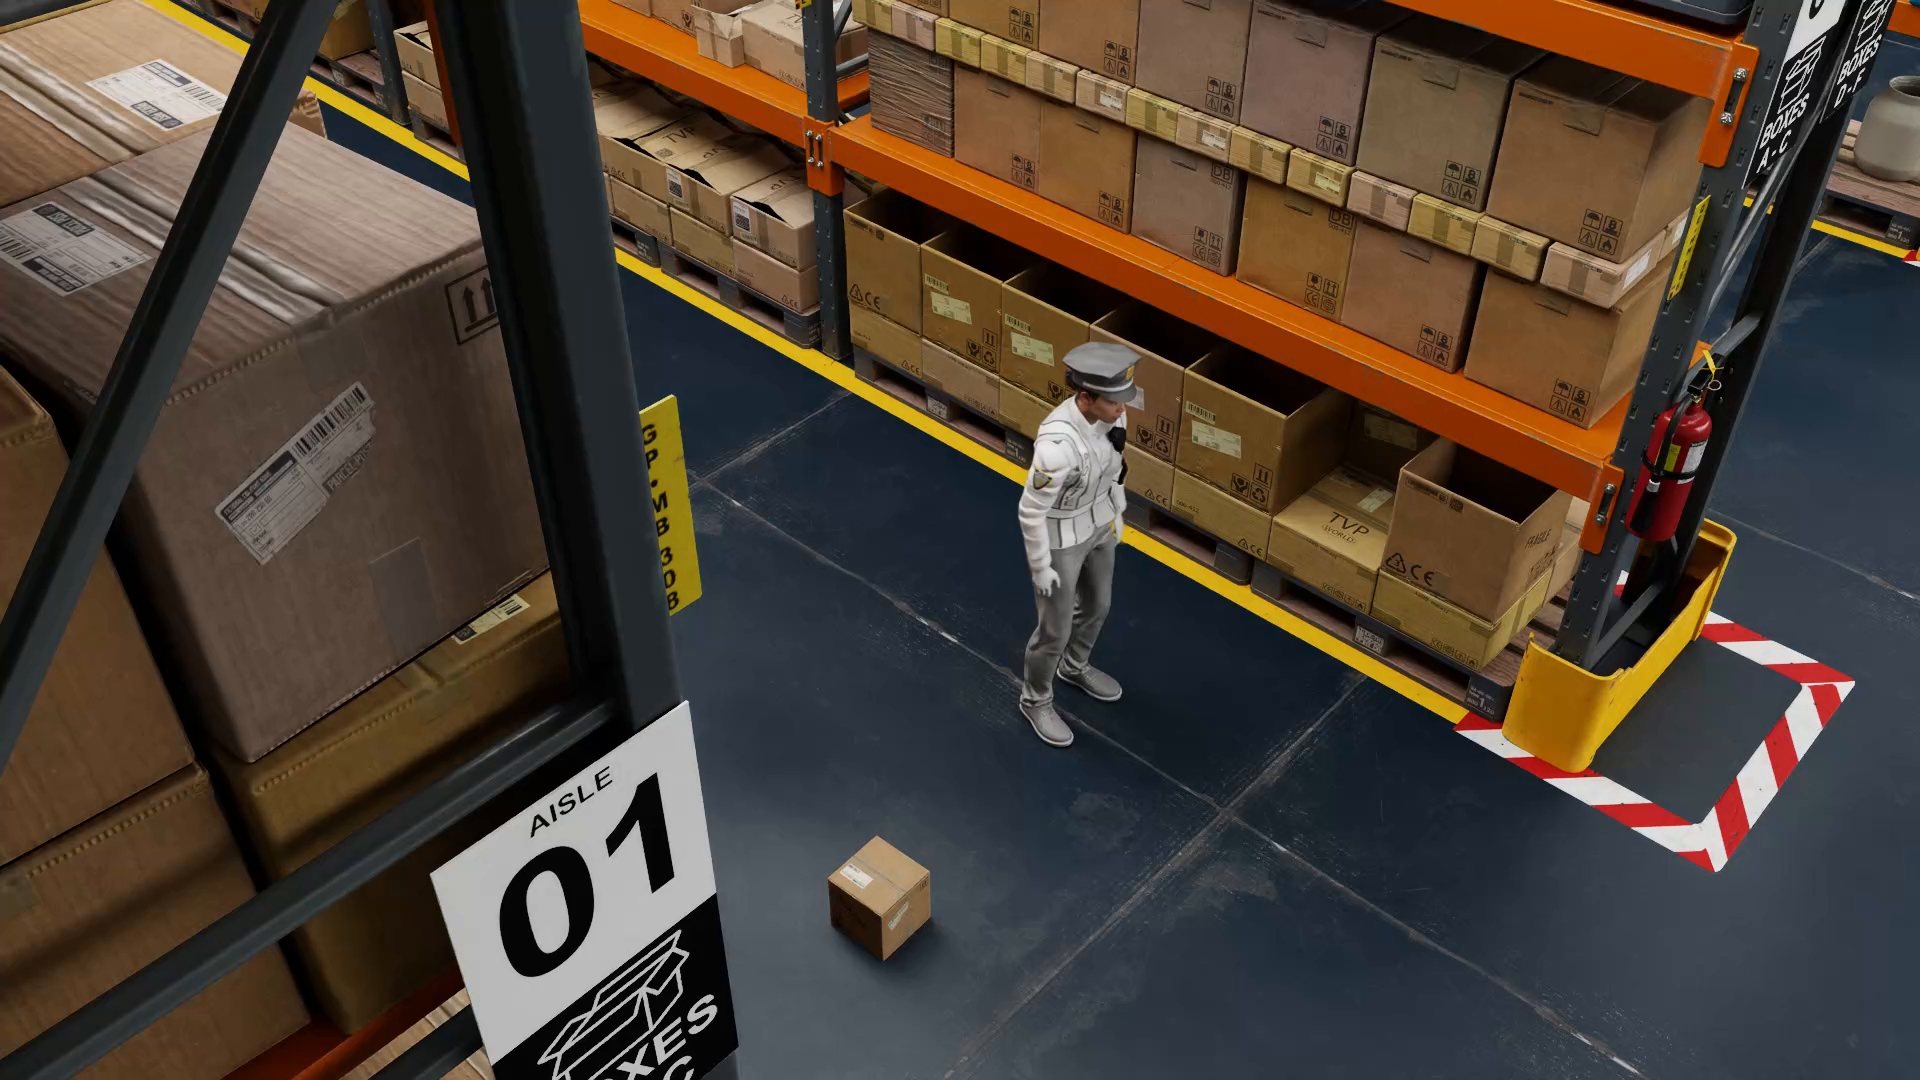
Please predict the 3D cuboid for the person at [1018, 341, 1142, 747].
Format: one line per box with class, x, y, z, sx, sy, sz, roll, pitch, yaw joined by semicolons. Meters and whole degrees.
person;0.429;-0.007;6.161;0.374;1.663;0.526;29;48;31
